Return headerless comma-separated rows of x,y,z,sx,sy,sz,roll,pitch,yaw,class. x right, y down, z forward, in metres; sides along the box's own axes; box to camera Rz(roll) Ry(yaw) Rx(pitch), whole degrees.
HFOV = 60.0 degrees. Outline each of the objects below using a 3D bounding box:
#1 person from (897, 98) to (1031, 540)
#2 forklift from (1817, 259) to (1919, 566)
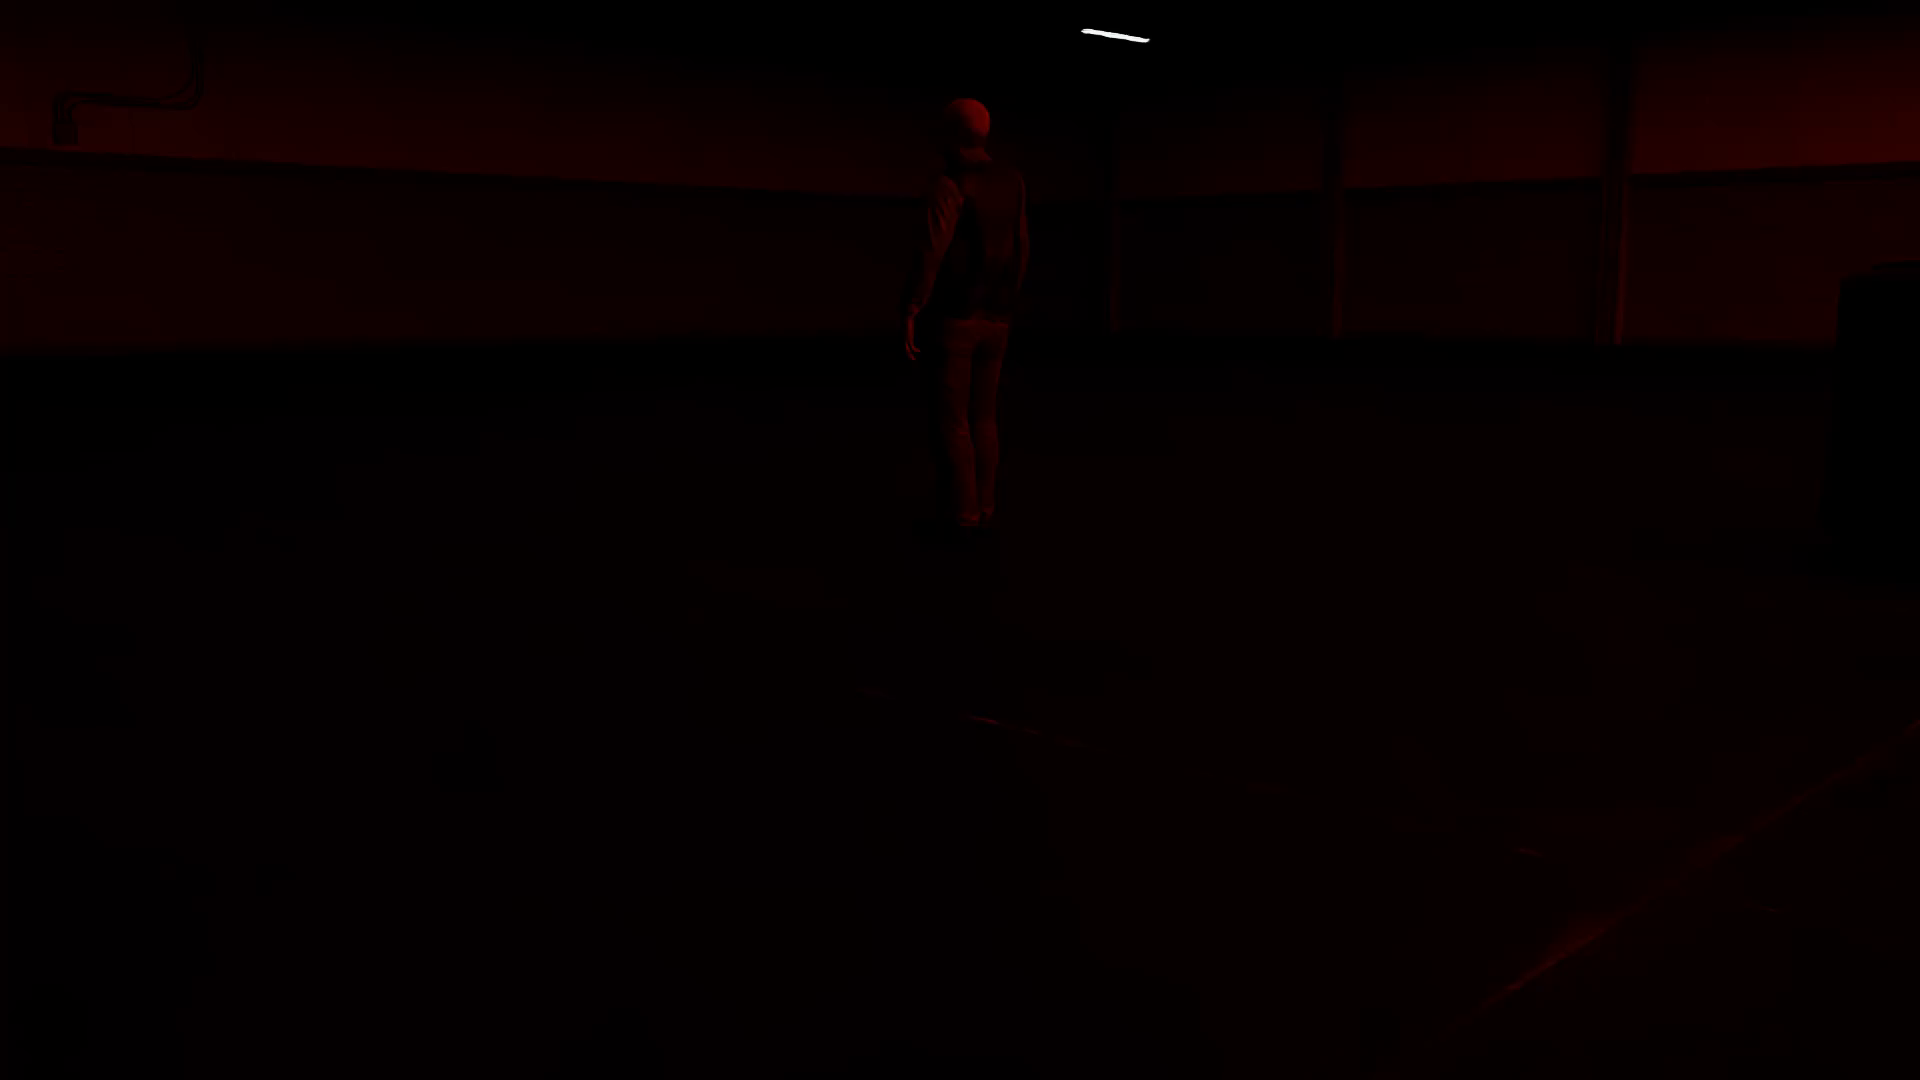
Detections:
-0.039,-0.865,6.637,0.567,1.720,0.632,8,12,43,person
4.788,-1.322,5.652,3.031,2.935,1.130,2,9,11,forklift
